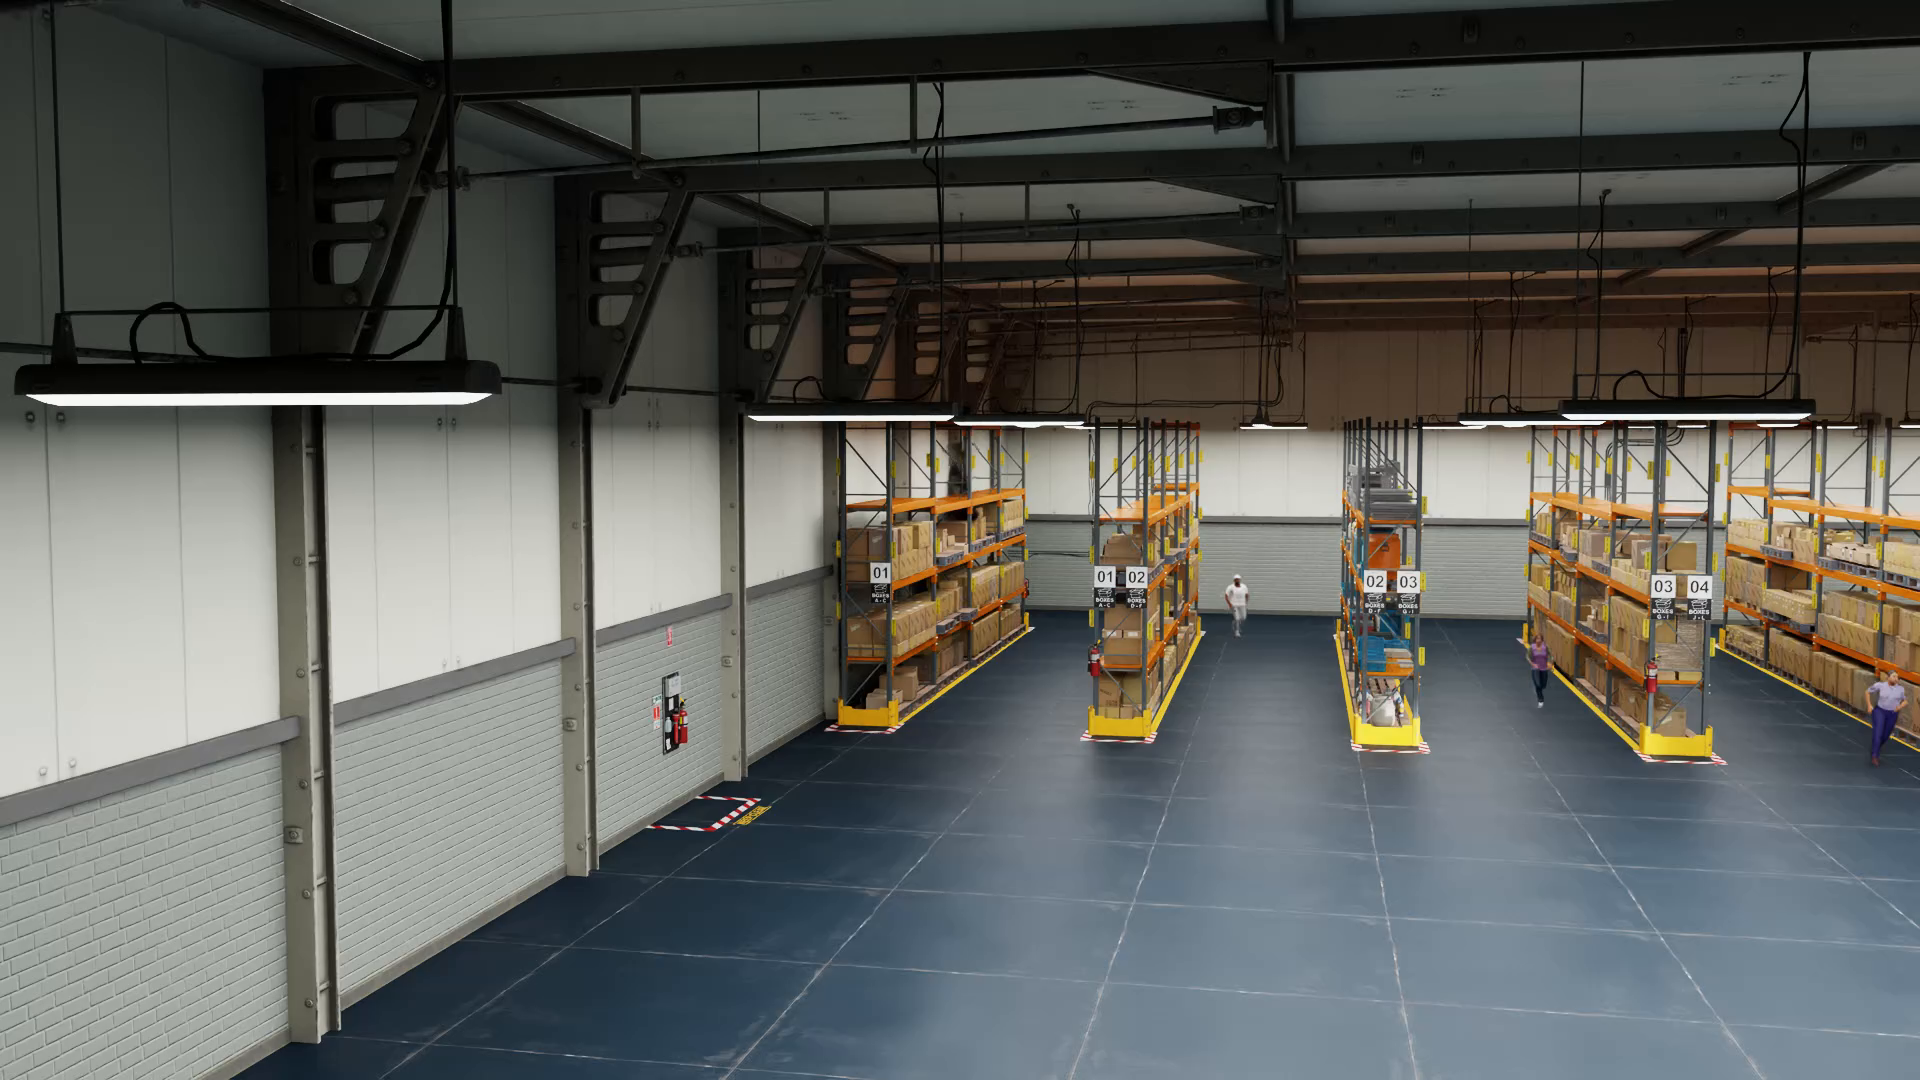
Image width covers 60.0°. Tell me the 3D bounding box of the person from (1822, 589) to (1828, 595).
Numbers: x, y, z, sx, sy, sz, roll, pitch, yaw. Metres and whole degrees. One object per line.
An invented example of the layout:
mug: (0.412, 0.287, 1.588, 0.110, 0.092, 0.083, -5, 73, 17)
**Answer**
person: (22.230, 2.130, 42.672, 0.581, 1.730, 0.750, 0, 4, -4)

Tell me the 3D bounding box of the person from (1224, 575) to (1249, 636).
person: (7.814, 1.836, 46.763, 0.732, 1.728, 0.535, -1, 4, -15)

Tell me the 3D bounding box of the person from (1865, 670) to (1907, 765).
person: (16.043, 3.044, 28.797, 0.642, 1.608, 0.880, 1, 4, 12)

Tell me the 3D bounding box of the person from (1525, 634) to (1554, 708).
person: (12.096, 2.716, 34.729, 0.575, 1.557, 0.654, 1, 4, 11)
